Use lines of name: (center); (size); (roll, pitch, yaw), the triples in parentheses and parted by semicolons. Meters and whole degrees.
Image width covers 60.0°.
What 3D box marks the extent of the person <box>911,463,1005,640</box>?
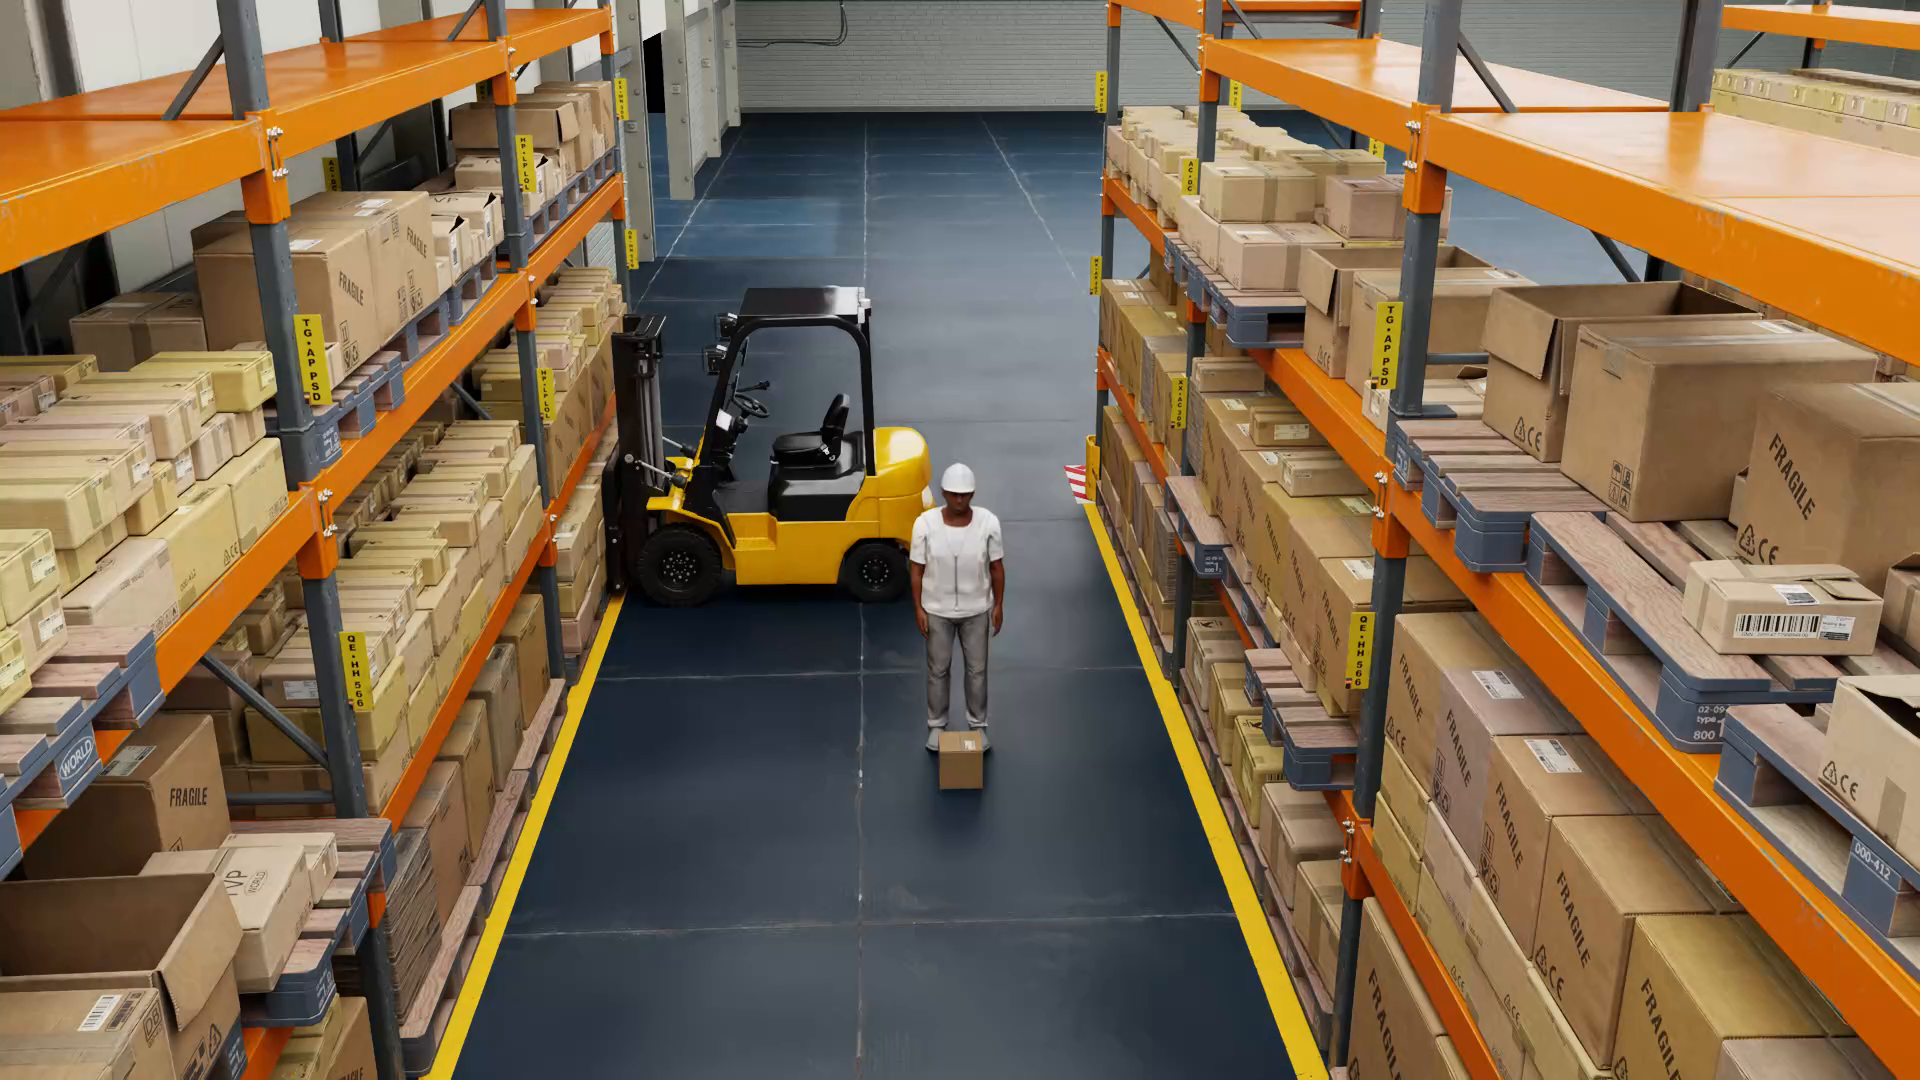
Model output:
person: (-0.013, 0.072, 9.817); (0.560, 1.065, 0.344); (-1, 20, -2)
